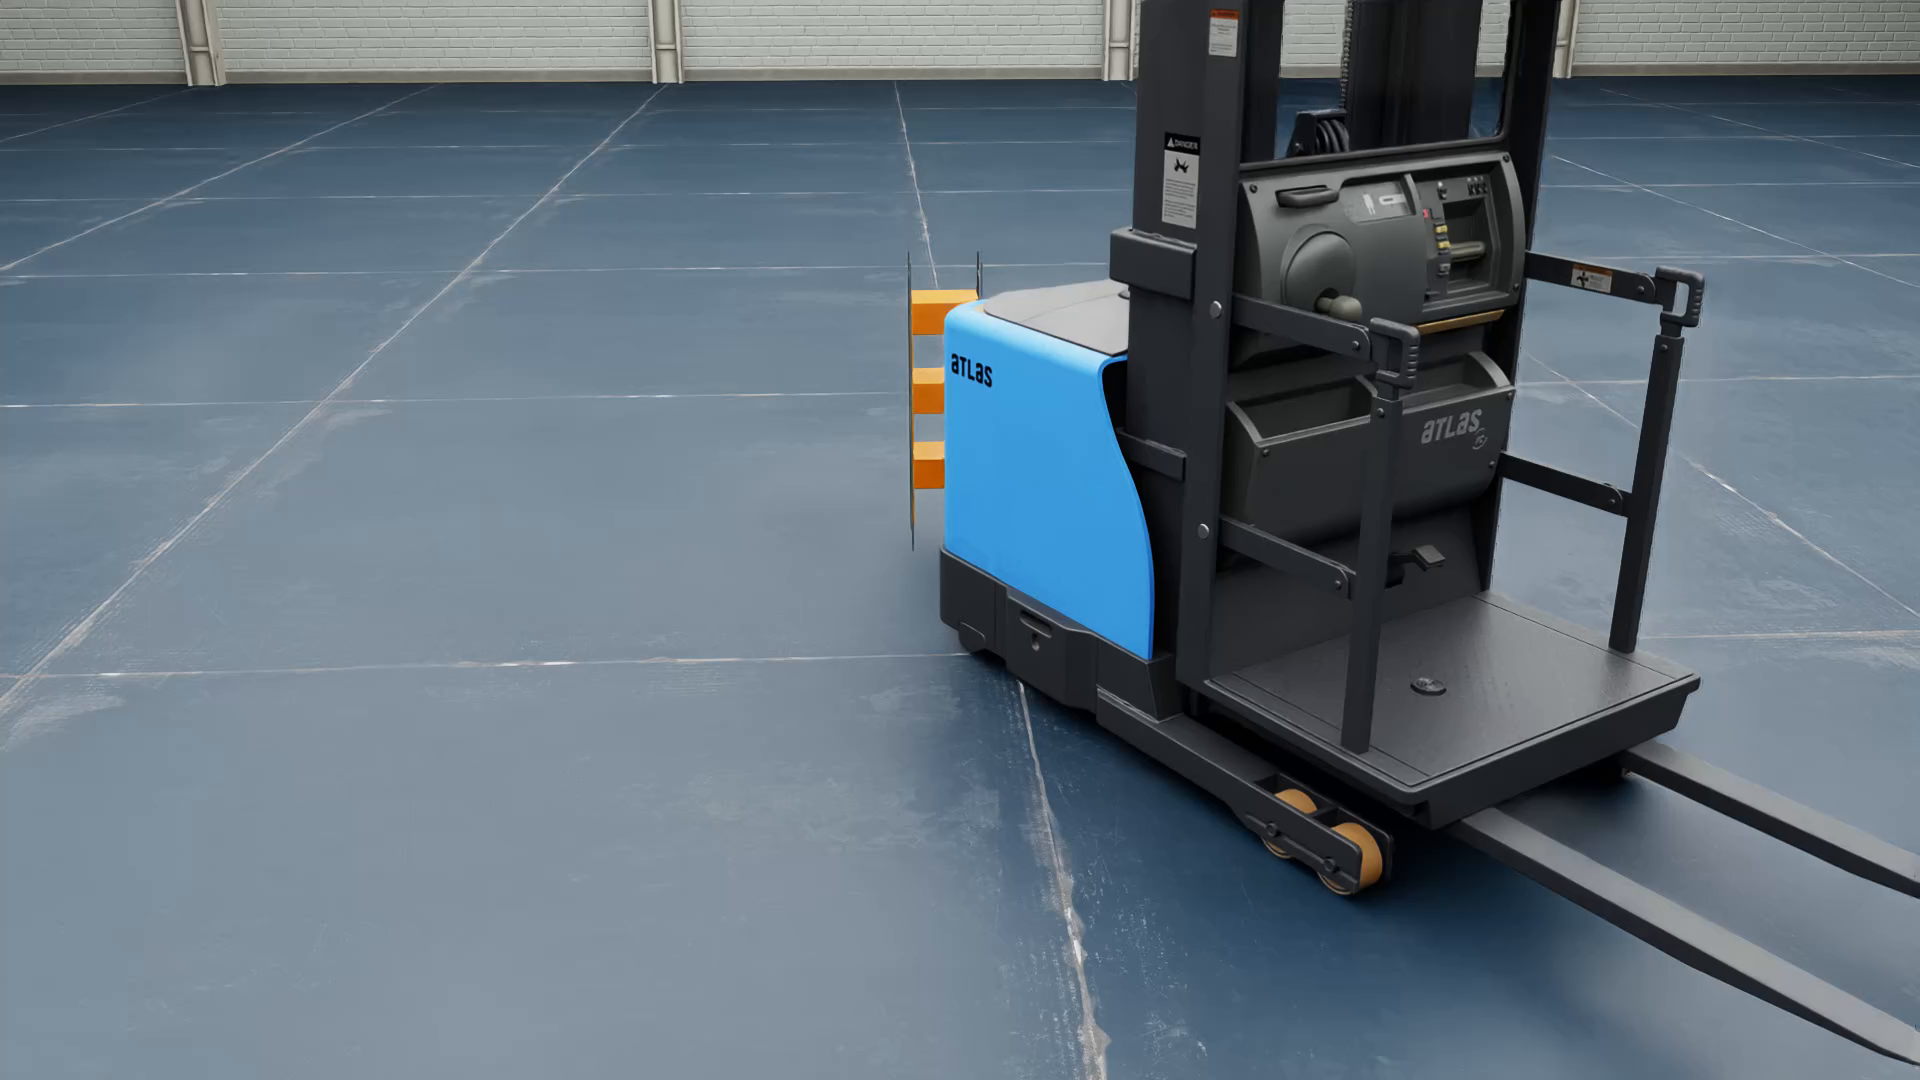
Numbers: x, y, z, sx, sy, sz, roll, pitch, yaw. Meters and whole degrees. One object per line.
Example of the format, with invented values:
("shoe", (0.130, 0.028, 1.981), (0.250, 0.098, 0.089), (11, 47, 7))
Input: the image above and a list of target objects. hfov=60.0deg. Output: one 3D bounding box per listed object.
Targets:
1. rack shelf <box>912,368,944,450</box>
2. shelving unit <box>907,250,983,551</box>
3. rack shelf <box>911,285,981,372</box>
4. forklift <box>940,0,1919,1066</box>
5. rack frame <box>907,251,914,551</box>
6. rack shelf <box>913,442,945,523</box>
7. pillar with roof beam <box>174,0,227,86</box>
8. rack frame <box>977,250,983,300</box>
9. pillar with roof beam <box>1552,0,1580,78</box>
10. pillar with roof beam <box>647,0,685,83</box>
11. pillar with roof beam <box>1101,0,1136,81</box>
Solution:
("rack shelf", (-0.053, -0.480, 5.935), (0.240, 0.259, 0.215), (-1, 21, -3))
("shelving unit", (-0.053, -0.490, 5.931), (0.252, 1.050, 0.215), (-1, 21, -3))
("rack shelf", (-0.053, -0.745, 5.834), (0.240, 0.259, 0.215), (-1, 21, -3))
("forklift", (1.174, -0.726, 3.910), (1.130, 2.935, 3.031), (-13, 25, -31))
("rack frame", (-0.175, -0.487, 5.925), (0.008, 1.050, 0.200), (-1, 21, -3))
("rack shelf", (-0.053, -0.220, 6.034), (0.240, 0.259, 0.215), (-1, 21, -3))
("pillar with roof beam", (-9.618, -8.648, 16.187), (0.400, 9.000, 9.100), (-1, 21, -3))
("rack frame", (0.068, -0.492, 5.938), (0.008, 1.050, 0.200), (-1, 21, -3))
("pillar with roof beam", (8.353, -9.013, 17.148), (0.400, 9.000, 9.100), (-1, 21, -3))
("pillar with roof beam", (-3.627, -8.769, 16.507), (0.400, 9.000, 9.100), (-1, 21, -3))
("pillar with roof beam", (2.363, -8.891, 16.827), (0.400, 9.000, 9.100), (-1, 21, -3))
